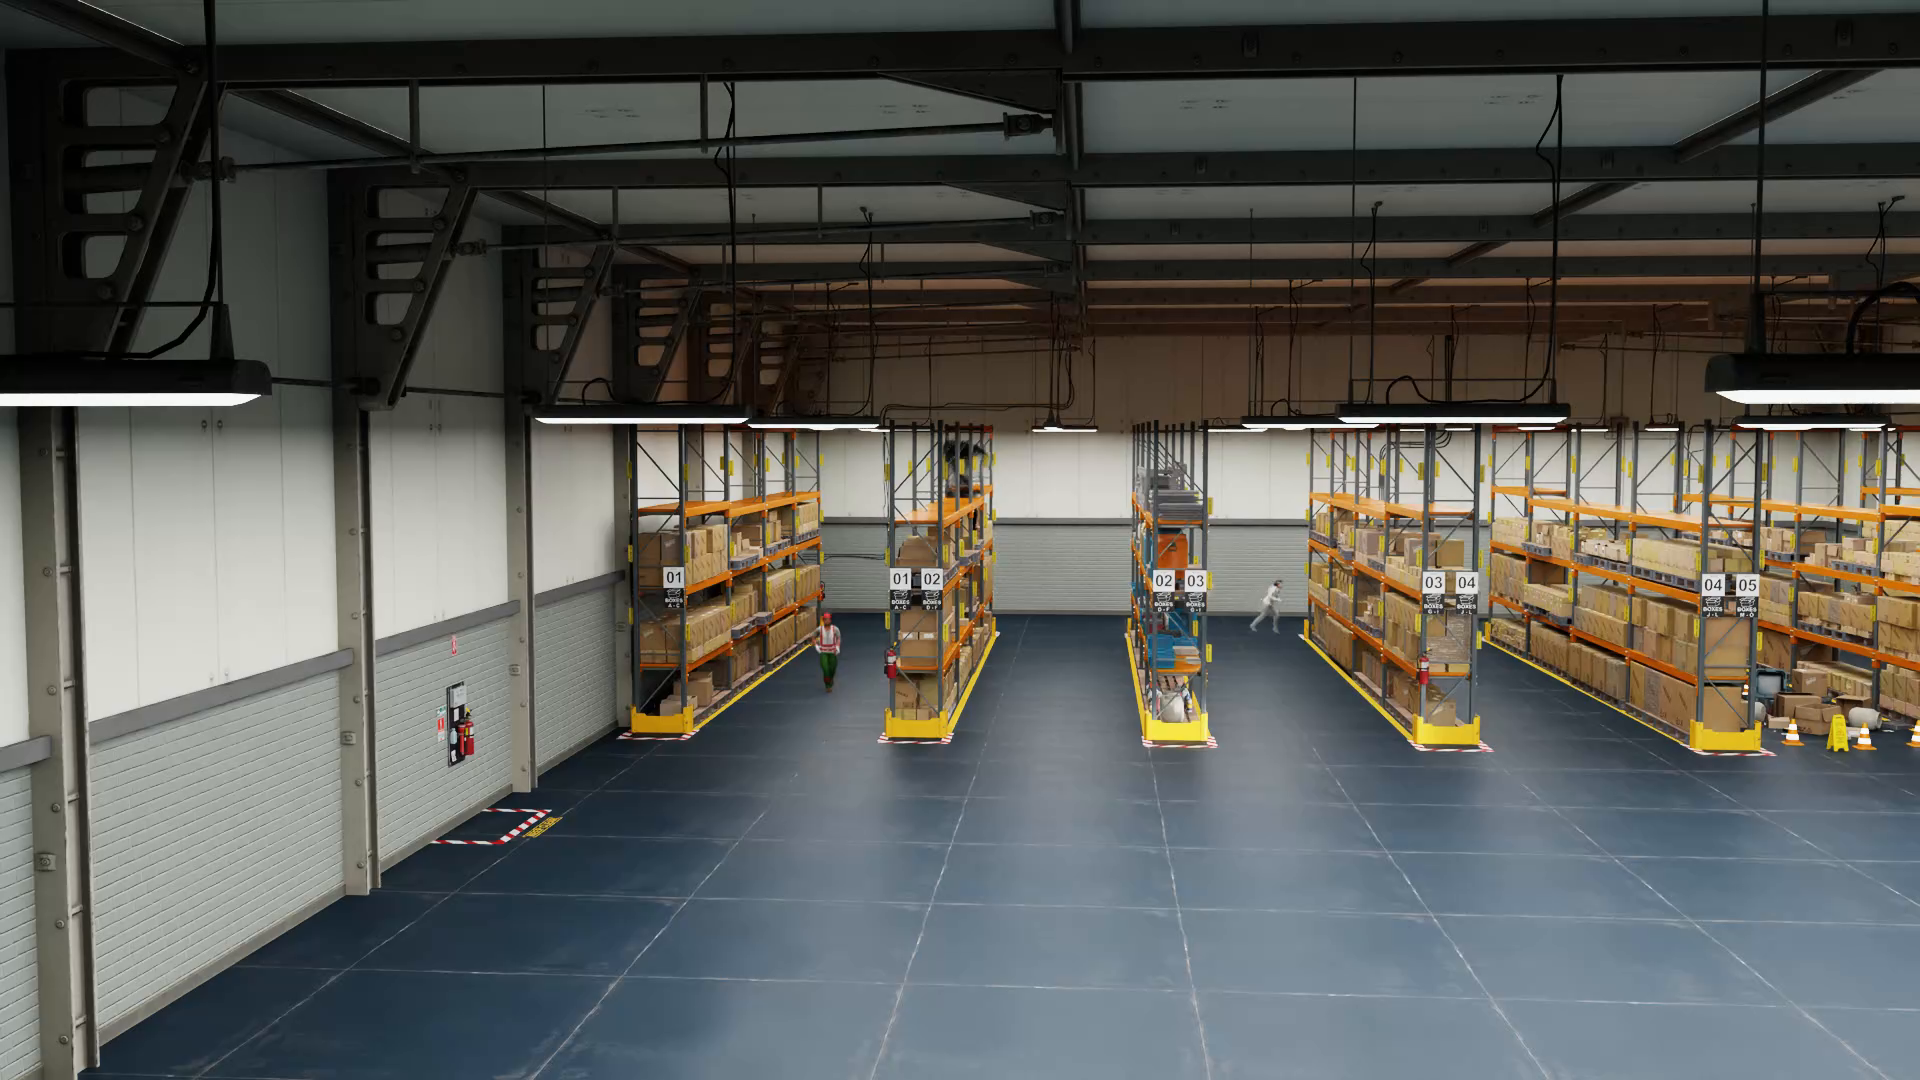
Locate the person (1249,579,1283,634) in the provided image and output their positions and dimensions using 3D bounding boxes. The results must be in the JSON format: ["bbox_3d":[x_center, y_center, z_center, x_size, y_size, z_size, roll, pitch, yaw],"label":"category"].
[{"bbox_3d":[8.830,1.931,47.930,0.958,1.623,0.657,1,4,21],"label":"person"}]

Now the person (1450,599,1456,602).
[{"bbox_3d":[13.814,1.911,46.620,0.692,1.798,0.688,3,5,40],"label":"person"}]

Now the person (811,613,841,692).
[{"bbox_3d":[-2.986,2.500,37.115,0.665,1.749,0.601,-1,4,-10],"label":"person"}]
